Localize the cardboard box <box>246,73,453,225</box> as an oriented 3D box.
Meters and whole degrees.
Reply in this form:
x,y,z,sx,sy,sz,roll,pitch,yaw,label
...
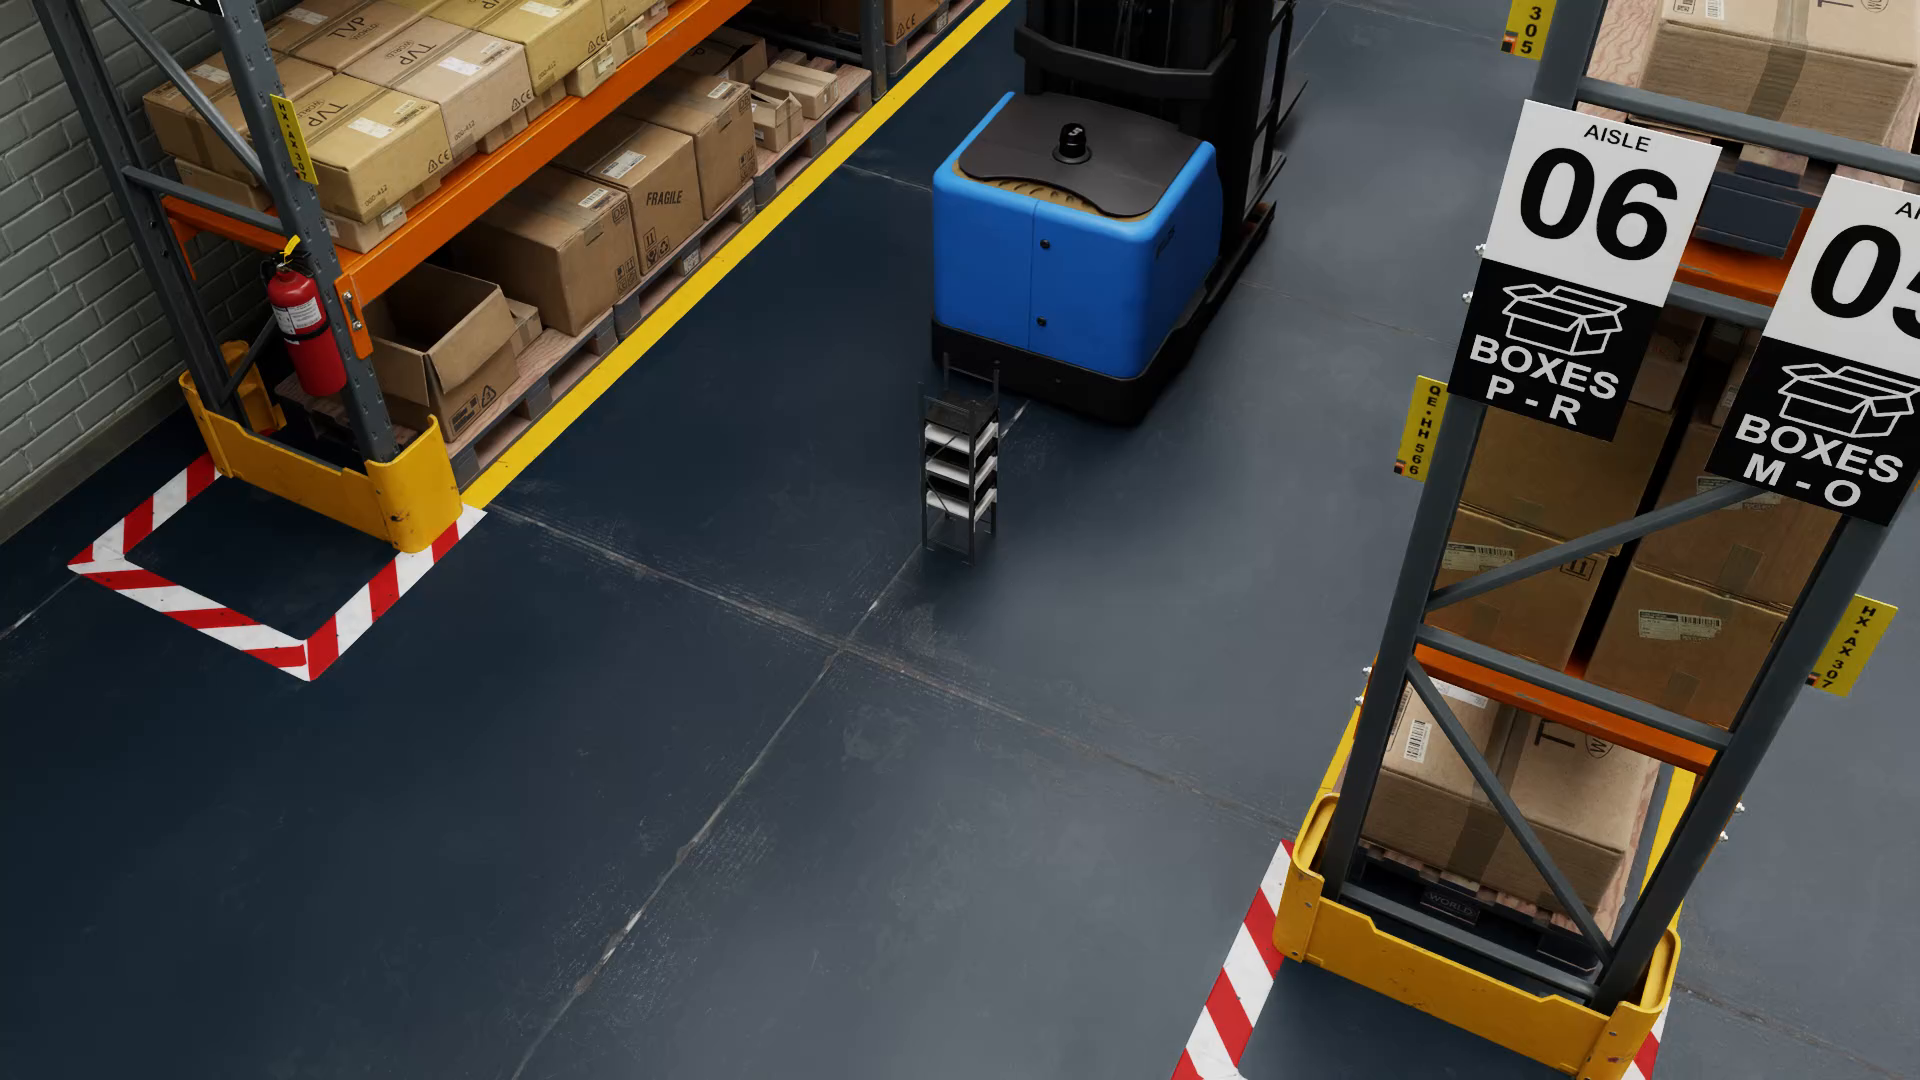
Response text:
x,y,z,sx,sy,sz,roll,pitch,yaw,label
-2.297,-1.483,6.283,0.500,0.250,0.500,21,49,19,cardboard box

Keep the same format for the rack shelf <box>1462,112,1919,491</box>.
x,y,z,sx,sy,sz,roll,pitch,yaw,label
2.580,-1.659,4.958,1.077,0.370,4.000,20,49,19,rack shelf

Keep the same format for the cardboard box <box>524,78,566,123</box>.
x,y,z,sx,sy,sz,roll,pitch,yaw,label
-1.893,-1.923,6.998,0.380,0.149,0.250,21,49,20,cardboard box

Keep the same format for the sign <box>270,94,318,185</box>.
x,y,z,sx,sy,sz,roll,pitch,yaw,label
-2.266,-1.360,5.656,0.100,0.325,0.005,20,49,19,sign

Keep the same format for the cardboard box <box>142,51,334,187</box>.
x,y,z,sx,sy,sz,roll,pitch,yaw,label
-2.768,-1.664,6.461,0.500,0.250,0.500,22,49,20,cardboard box

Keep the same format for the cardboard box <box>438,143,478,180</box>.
x,y,z,sx,sy,sz,roll,pitch,yaw,label
-2.183,-1.615,6.694,0.380,0.149,0.250,20,49,19,cardboard box

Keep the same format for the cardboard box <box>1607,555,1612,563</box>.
x,y,z,sx,sy,sz,roll,pitch,yaw,label
1.887,-0.336,5.182,0.500,0.500,0.500,19,48,18,cardboard box

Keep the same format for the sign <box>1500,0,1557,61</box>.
x,y,z,sx,sy,sz,roll,pitch,yaw,label
1.177,-1.124,3.356,0.100,0.325,0.005,20,49,19,sign

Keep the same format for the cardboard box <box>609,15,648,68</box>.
x,y,z,sx,sy,sz,roll,pitch,yaw,label
-1.605,-2.230,7.302,0.380,0.149,0.250,22,49,20,cardboard box

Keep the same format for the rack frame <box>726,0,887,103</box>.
x,y,z,sx,sy,sz,roll,pitch,yaw,label
-0.890,-3.754,8.631,1.000,3.000,0.127,20,49,19,rack frame

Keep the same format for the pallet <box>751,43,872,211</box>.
x,y,z,sx,sy,sz,roll,pitch,yaw,label
-1.210,-2.342,9.196,1.003,0.211,1.213,20,49,19,pallet

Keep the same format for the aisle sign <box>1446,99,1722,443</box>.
x,y,z,sx,sy,sz,roll,pitch,yaw,label
1.343,-0.569,3.655,0.394,0.787,0.004,20,49,19,aisle sign

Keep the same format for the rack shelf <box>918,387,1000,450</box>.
x,y,z,sx,sy,sz,roll,pitch,yaw,label
-0.004,-0.478,6.536,0.258,0.077,0.200,20,49,19,rack shelf

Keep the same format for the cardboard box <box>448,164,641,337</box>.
x,y,z,sx,sy,sz,roll,pitch,yaw,label
-1.948,-1.383,7.750,0.700,0.500,0.500,22,49,21,cardboard box

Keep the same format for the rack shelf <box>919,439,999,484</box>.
x,y,z,sx,sy,sz,roll,pitch,yaw,label
-0.004,-0.351,6.664,0.258,0.077,0.200,20,49,19,rack shelf

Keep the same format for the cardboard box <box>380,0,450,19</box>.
x,y,z,sx,sy,sz,roll,pitch,yaw,label
-2.294,-2.299,7.089,0.500,0.250,0.500,22,49,20,cardboard box

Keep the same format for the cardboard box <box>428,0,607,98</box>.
x,y,z,sx,sy,sz,roll,pitch,yaw,label
-1.831,-2.121,6.914,0.500,0.250,0.500,20,49,18,cardboard box

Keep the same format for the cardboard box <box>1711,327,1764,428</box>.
x,y,z,sx,sy,sz,roll,pitch,yaw,label
2.061,-0.345,4.032,0.380,0.149,0.250,21,49,20,cardboard box

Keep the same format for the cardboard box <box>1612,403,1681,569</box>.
x,y,z,sx,sy,sz,roll,pitch,yaw,label
2.339,-0.169,5.017,0.500,0.500,0.500,20,49,19,cardboard box

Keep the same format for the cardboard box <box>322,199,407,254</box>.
x,y,z,sx,sy,sz,roll,pitch,yaw,label
-2.351,-1.263,6.345,0.380,0.149,0.250,20,49,19,cardboard box

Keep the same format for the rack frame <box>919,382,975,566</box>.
x,y,z,sx,sy,sz,roll,pitch,yaw,label
-0.051,-0.247,6.641,0.240,0.900,0.006,20,49,19,rack frame

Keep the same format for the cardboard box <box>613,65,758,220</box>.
x,y,z,sx,sy,sz,roll,pitch,yaw,label
-1.466,-2.037,8.396,0.700,0.500,0.500,19,48,18,cardboard box

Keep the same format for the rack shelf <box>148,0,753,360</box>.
x,y,z,sx,sy,sz,roll,pitch,yaw,label
-1.818,-2.241,7.642,1.077,0.370,4.000,20,49,19,rack shelf

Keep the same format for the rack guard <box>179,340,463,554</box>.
x,y,z,sx,sy,sz,roll,pitch,yaw,label
-2.711,-0.404,7.077,1.175,0.500,0.348,20,49,19,rack guard

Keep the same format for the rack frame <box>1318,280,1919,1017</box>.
x,y,z,sx,sy,sz,roll,pitch,yaw,label
1.651,0.402,4.524,1.000,3.000,0.127,20,49,19,rack frame

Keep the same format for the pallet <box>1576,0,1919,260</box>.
x,y,z,sx,sy,sz,roll,pitch,yaw,label
1.987,-1.092,3.954,1.003,0.211,1.213,20,49,19,pallet

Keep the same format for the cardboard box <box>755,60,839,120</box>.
x,y,z,sx,sy,sz,roll,pitch,yaw,label
-0.888,-2.452,9.053,0.380,0.149,0.250,19,48,18,cardboard box

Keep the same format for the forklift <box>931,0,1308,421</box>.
x,y,z,sx,sy,sz,roll,pitch,yaw,label
0.973,-2.615,7.554,1.130,2.935,3.031,19,48,18,forklift

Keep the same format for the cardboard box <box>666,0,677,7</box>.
x,y,z,sx,sy,sz,roll,pitch,yaw,label
-1.473,-2.587,7.654,0.380,0.149,0.250,21,49,20,cardboard box

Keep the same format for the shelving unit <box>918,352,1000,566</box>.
x,y,z,sx,sy,sz,roll,pitch,yaw,label
-0.004,-0.311,6.705,0.258,0.900,0.210,20,49,19,shelving unit

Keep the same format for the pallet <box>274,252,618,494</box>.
x,y,z,sx,sy,sz,roll,pitch,yaw,label
-2.342,-0.805,7.677,1.003,0.211,1.213,20,49,19,pallet

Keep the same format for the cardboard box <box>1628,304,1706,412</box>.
x,y,z,sx,sy,sz,roll,pitch,yaw,label
1.641,-0.505,4.190,0.380,0.149,0.250,21,49,20,cardboard box

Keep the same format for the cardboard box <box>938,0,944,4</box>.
x,y,z,sx,sy,sz,roll,pitch,yaw,label
-0.228,-3.592,9.934,0.500,0.500,0.500,20,49,19,cardboard box

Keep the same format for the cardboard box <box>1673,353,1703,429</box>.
x,y,z,sx,sy,sz,roll,pitch,yaw,label
2.360,-0.521,4.662,0.500,0.500,0.500,19,48,18,cardboard box

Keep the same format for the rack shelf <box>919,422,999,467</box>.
x,y,z,sx,sy,sz,roll,pitch,yaw,label
-0.004,-0.414,6.600,0.258,0.077,0.200,20,49,19,rack shelf

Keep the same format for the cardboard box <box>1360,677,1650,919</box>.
x,y,z,sx,sy,sz,roll,pitch,yaw,label
1.869,0.706,5.729,0.875,0.438,0.875,19,48,18,cardboard box

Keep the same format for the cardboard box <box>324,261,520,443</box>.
x,y,z,sx,sy,sz,roll,pitch,yaw,label
-2.379,-0.859,7.229,0.797,0.503,0.637,19,48,18,cardboard box
